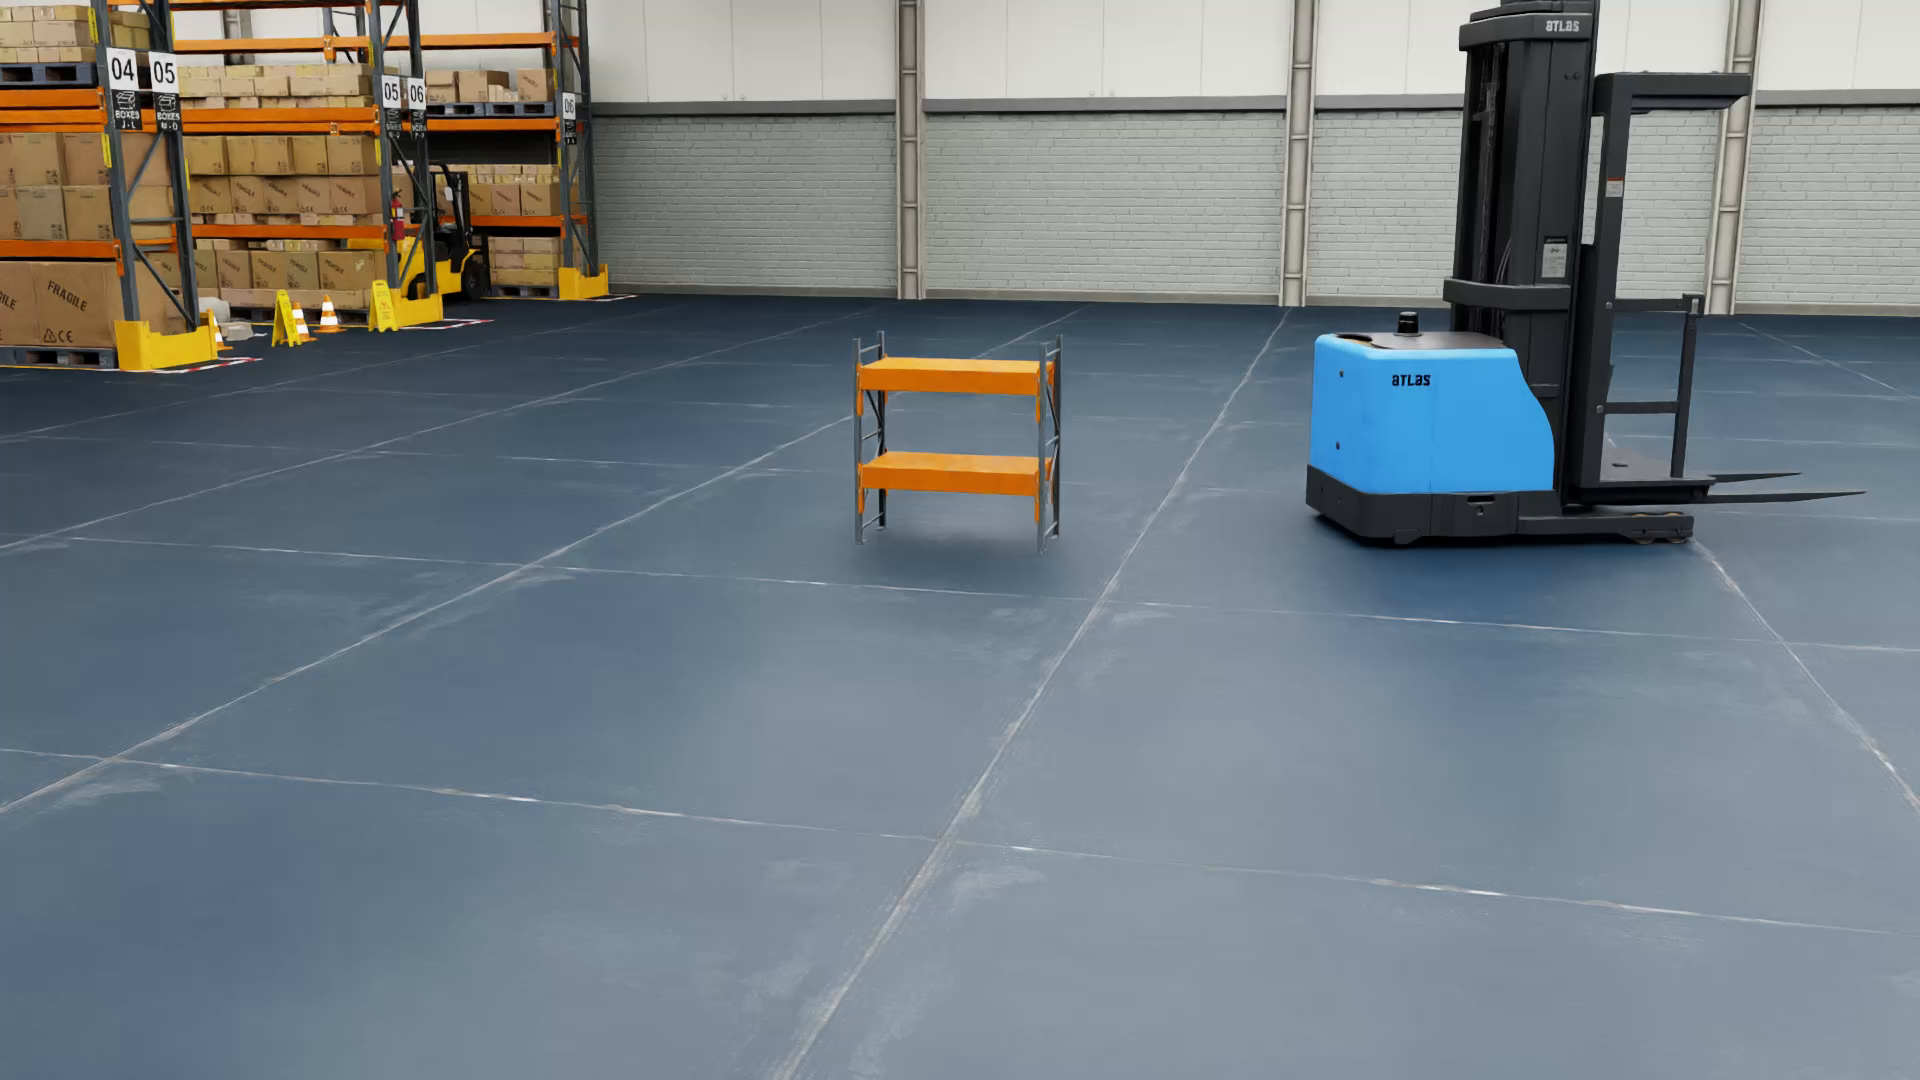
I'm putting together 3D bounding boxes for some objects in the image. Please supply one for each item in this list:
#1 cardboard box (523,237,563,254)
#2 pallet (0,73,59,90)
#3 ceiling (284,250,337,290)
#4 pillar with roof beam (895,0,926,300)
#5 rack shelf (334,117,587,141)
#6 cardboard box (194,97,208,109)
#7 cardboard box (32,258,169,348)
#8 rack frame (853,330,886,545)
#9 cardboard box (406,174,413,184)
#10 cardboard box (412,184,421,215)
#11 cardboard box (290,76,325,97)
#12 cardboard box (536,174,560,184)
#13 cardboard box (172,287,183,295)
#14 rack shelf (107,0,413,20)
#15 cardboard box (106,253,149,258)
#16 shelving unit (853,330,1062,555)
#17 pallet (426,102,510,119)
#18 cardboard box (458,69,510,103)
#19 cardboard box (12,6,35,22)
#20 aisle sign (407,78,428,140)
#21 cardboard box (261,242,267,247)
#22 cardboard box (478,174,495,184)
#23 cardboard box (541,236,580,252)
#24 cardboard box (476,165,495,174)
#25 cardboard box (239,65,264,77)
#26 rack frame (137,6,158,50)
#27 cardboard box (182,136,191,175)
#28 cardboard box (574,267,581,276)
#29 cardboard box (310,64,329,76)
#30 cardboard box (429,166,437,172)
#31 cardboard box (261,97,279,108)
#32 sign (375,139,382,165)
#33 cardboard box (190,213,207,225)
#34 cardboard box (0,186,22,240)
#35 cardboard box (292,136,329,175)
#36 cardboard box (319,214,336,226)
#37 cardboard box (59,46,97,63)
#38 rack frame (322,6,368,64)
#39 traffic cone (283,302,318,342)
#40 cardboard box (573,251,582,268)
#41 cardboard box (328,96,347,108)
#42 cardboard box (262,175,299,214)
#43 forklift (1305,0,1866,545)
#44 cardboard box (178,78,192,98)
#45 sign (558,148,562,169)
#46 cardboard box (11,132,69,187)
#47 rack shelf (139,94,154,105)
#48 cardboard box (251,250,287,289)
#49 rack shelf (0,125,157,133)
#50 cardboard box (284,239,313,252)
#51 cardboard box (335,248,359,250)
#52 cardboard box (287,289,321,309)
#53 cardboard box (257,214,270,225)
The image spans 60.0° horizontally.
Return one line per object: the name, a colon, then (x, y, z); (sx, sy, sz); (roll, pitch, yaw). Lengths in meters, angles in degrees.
cardboard box: (-6.660, -4.733, 26.713); (0.500, 0.250, 0.500); (4, 13, 15)
pallet: (-10.323, -4.854, 17.468); (1.213, 0.211, 1.003); (3, 13, 14)
ceiling: (-8.672, -3.622, 22.282); (0.518, 0.500, 0.518); (3, 13, 14)
pillar with roof beam: (-1.804, -7.362, 21.640); (0.400, 9.000, 9.100); (3, 13, 14)
rack shelf: (-8.080, -6.641, 26.978); (4.000, 0.370, 1.077); (3, 13, 14)
cardboard box: (-9.965, -5.809, 22.147); (0.250, 0.149, 0.380); (3, 13, 12)
cardboard box: (-9.086, -2.523, 17.617); (0.875, 0.875, 0.875); (3, 13, 14)
rack frame: (-0.500, -0.576, 9.232); (0.032, 1.125, 0.500); (3, 13, 14)
cardboard box: (-8.788, -5.862, 27.003); (0.250, 0.149, 0.380); (3, 13, 13)
cardboard box: (-8.652, -5.553, 27.107); (0.500, 0.500, 0.500); (3, 13, 13)
cardboard box: (-8.370, -5.916, 21.706); (0.500, 0.250, 0.500); (3, 13, 13)
cardboard box: (-6.542, -5.749, 26.491); (0.250, 0.149, 0.380); (3, 13, 14)
cardboard box: (-10.699, -3.363, 22.845); (0.500, 0.250, 0.500); (2, 13, 11)
rack shelf: (-9.266, -7.060, 21.948); (4.000, 0.370, 1.077); (3, 13, 14)
cardboard box: (-14.367, -4.801, 28.749); (0.500, 0.500, 0.500); (3, 13, 15)
shelving unit: (-0.007, -0.550, 9.113); (1.048, 1.125, 0.538); (3, 13, 14)
pallet: (-8.007, -6.950, 26.915); (1.213, 0.211, 1.003); (3, 13, 14)
cardboard box: (-7.597, -7.237, 26.572); (0.500, 0.500, 0.700); (3, 13, 14)
cardboard box: (-9.311, -5.292, 16.772); (0.250, 0.149, 0.380); (3, 13, 14)
aisle sign: (-7.189, -5.711, 22.049); (0.004, 0.787, 0.394); (3, 13, 14)
cardboard box: (-11.282, -4.744, 28.204); (0.625, 0.625, 0.875); (3, 13, 13)
cardboard box: (-7.543, -5.801, 26.728); (0.250, 0.149, 0.380); (3, 13, 12)
cardboard box: (-6.559, -4.840, 27.193); (0.500, 0.250, 0.500); (3, 13, 13)
cardboard box: (-7.547, -5.942, 26.676); (0.250, 0.149, 0.380); (3, 13, 15)
cardboard box: (-9.220, -6.139, 21.793); (0.250, 0.149, 0.380); (3, 13, 15)
rack frame: (-11.207, -7.517, 22.337); (0.127, 3.000, 1.000); (3, 13, 14)
cardboard box: (-10.341, -5.170, 22.387); (0.500, 0.500, 0.700); (3, 13, 14)
cardboard box: (-6.568, -4.353, 27.309); (0.500, 0.250, 0.500); (3, 13, 14)
cardboard box: (-8.216, -6.098, 21.606); (0.250, 0.149, 0.380); (3, 13, 13)
cardboard box: (-8.514, -6.013, 26.997); (0.250, 0.149, 0.380); (3, 13, 13)
cardboard box: (-8.974, -5.754, 21.898); (0.250, 0.149, 0.380); (3, 13, 12)
sign: (-7.476, -4.984, 21.370); (0.005, 0.325, 0.100); (3, 13, 14)
cardboard box: (-10.224, -4.352, 22.502); (0.250, 0.149, 0.380); (3, 13, 15)
cardboard box: (-9.836, -3.496, 17.722); (0.550, 0.550, 0.875); (3, 13, 14)
cardboard box: (-8.362, -5.071, 21.938); (0.500, 0.500, 0.700); (3, 13, 14)
cardboard box: (-8.254, -4.240, 21.998); (0.250, 0.149, 0.380); (3, 13, 13)
cardboard box: (-8.816, -4.876, 16.738); (0.250, 0.149, 0.380); (3, 13, 13)
rack frame: (-10.022, -8.561, 27.043); (0.127, 3.000, 1.000); (3, 13, 14)
traffic cone: (-7.986, -2.642, 20.072); (0.334, 0.463, 0.336); (3, 13, 14)
cardboard box: (-6.545, -4.599, 27.262); (0.500, 0.250, 0.500); (3, 13, 15)
cardboard box: (-7.987, -5.688, 21.599); (0.250, 0.149, 0.380); (3, 13, 14)
cardboard box: (-8.887, -4.598, 22.116); (0.500, 0.500, 0.500); (3, 13, 13)
forklift: (3.606, -1.521, 9.323); (3.031, 2.935, 1.130); (-1, 13, -6)
cardboard box: (-10.343, -6.019, 22.172); (0.500, 0.250, 0.500); (3, 13, 13)
sign: (-6.282, -5.992, 26.095); (0.005, 0.325, 0.100); (3, 13, 14)
cardboard box: (-9.319, -3.971, 17.367); (0.550, 0.550, 0.875); (3, 13, 14)
rack shelf: (-10.353, -4.646, 17.536); (3.809, 0.124, 0.919); (3, 13, 14)
cardboard box: (-9.160, -3.650, 22.406); (0.500, 0.500, 0.500); (3, 13, 12)
rack shelf: (-15.847, -7.056, 28.849); (4.000, 0.370, 1.077); (3, 13, 14)
cardboard box: (-8.780, -3.931, 22.176); (0.250, 0.149, 0.380); (3, 13, 14)
cardboard box: (-8.573, -3.736, 22.796); (0.500, 0.500, 0.500); (3, 13, 11)
cardboard box: (-8.674, -3.257, 22.366); (0.500, 0.250, 0.500); (3, 13, 14)
cardboard box: (-9.218, -4.315, 22.339); (0.250, 0.149, 0.380); (3, 13, 14)
